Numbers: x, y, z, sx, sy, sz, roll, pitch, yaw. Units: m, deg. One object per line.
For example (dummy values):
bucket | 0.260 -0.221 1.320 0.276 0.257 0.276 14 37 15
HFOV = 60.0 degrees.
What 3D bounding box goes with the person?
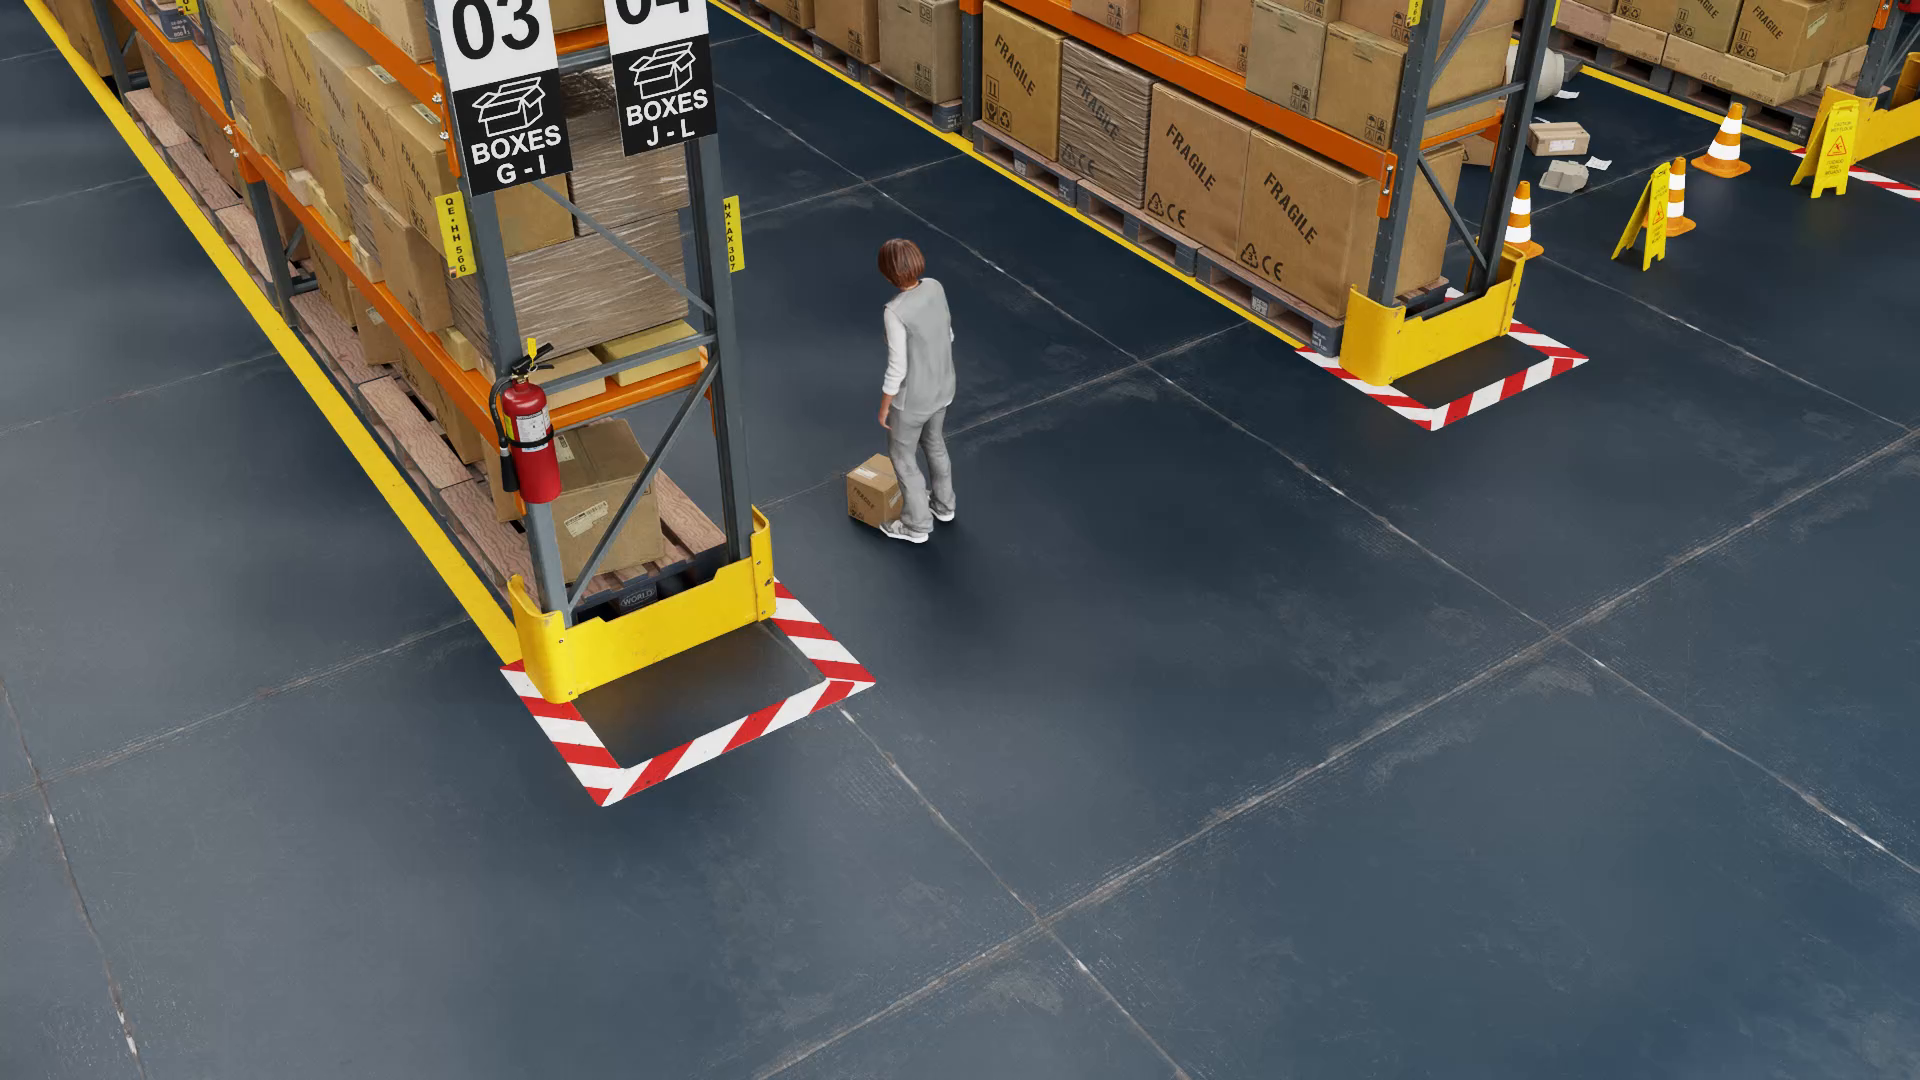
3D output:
person | -0.205 -0.699 7.940 0.345 1.593 0.481 24 43 29
